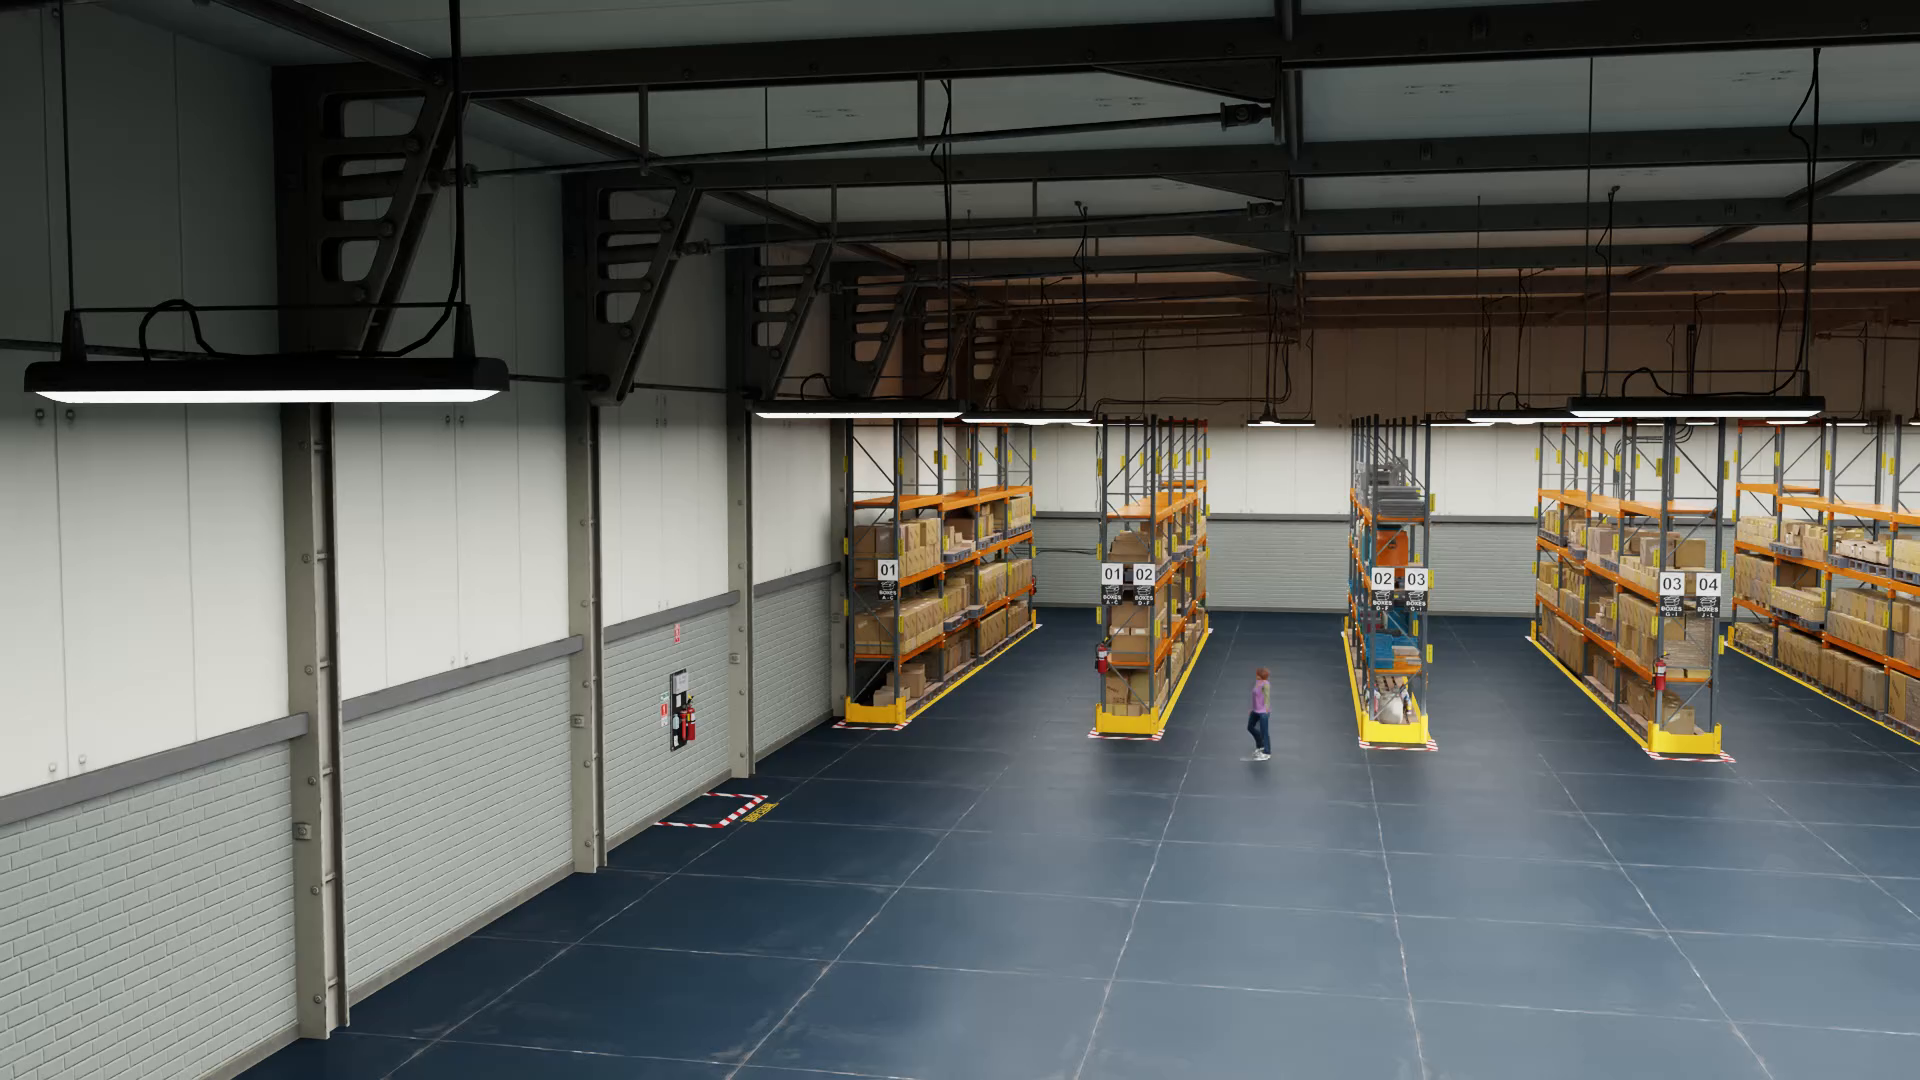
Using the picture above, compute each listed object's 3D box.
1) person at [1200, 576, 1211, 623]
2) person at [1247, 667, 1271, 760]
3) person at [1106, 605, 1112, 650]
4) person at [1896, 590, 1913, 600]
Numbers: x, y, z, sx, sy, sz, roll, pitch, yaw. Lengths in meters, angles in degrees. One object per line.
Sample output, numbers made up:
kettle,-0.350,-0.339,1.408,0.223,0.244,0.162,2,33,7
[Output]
person,7.065,1.578,49.065,0.692,1.747,1.013,-1,4,-19
person,5.213,2.993,28.841,0.349,1.609,0.460,-1,4,-20
person,3.917,1.957,43.184,0.657,1.770,0.620,0,4,2
person,26.105,1.843,45.938,0.377,1.729,0.499,-4,5,-45
